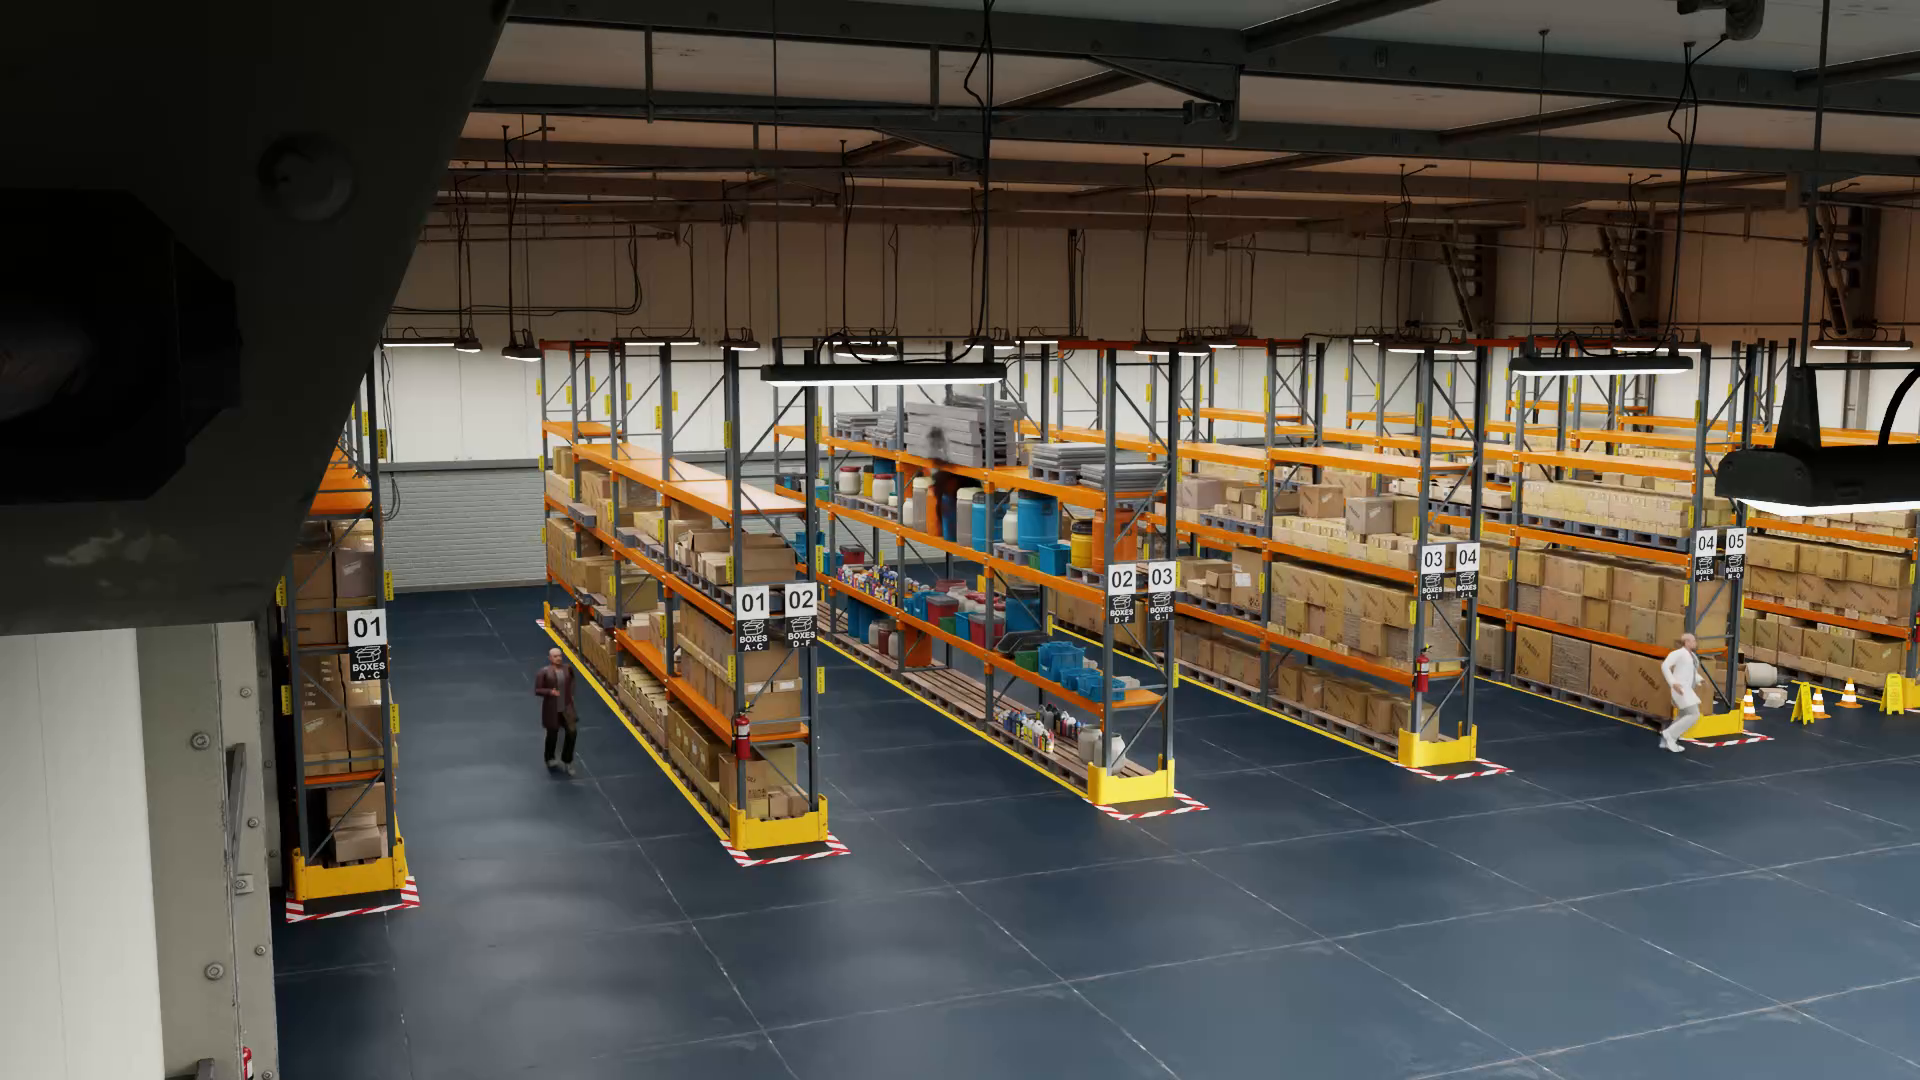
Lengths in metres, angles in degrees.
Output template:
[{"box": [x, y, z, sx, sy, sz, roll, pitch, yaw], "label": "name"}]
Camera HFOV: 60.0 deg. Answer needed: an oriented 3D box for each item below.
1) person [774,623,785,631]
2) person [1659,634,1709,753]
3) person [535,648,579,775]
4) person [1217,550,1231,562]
[{"box": [-3.315, 1.457, 29.474, 0.608, 1.609, 0.565, -4, 9, -29], "label": "person"}, {"box": [10.803, 2.263, 24.725, 0.609, 1.726, 0.722, 6, 9, 38], "label": "person"}, {"box": [-5.667, 2.419, 23.460, 0.654, 1.823, 0.853, -4, 9, -30], "label": "person"}, {"box": [6.566, 0.116, 41.334, 0.573, 1.741, 0.695, 5, 9, 34], "label": "person"}]
